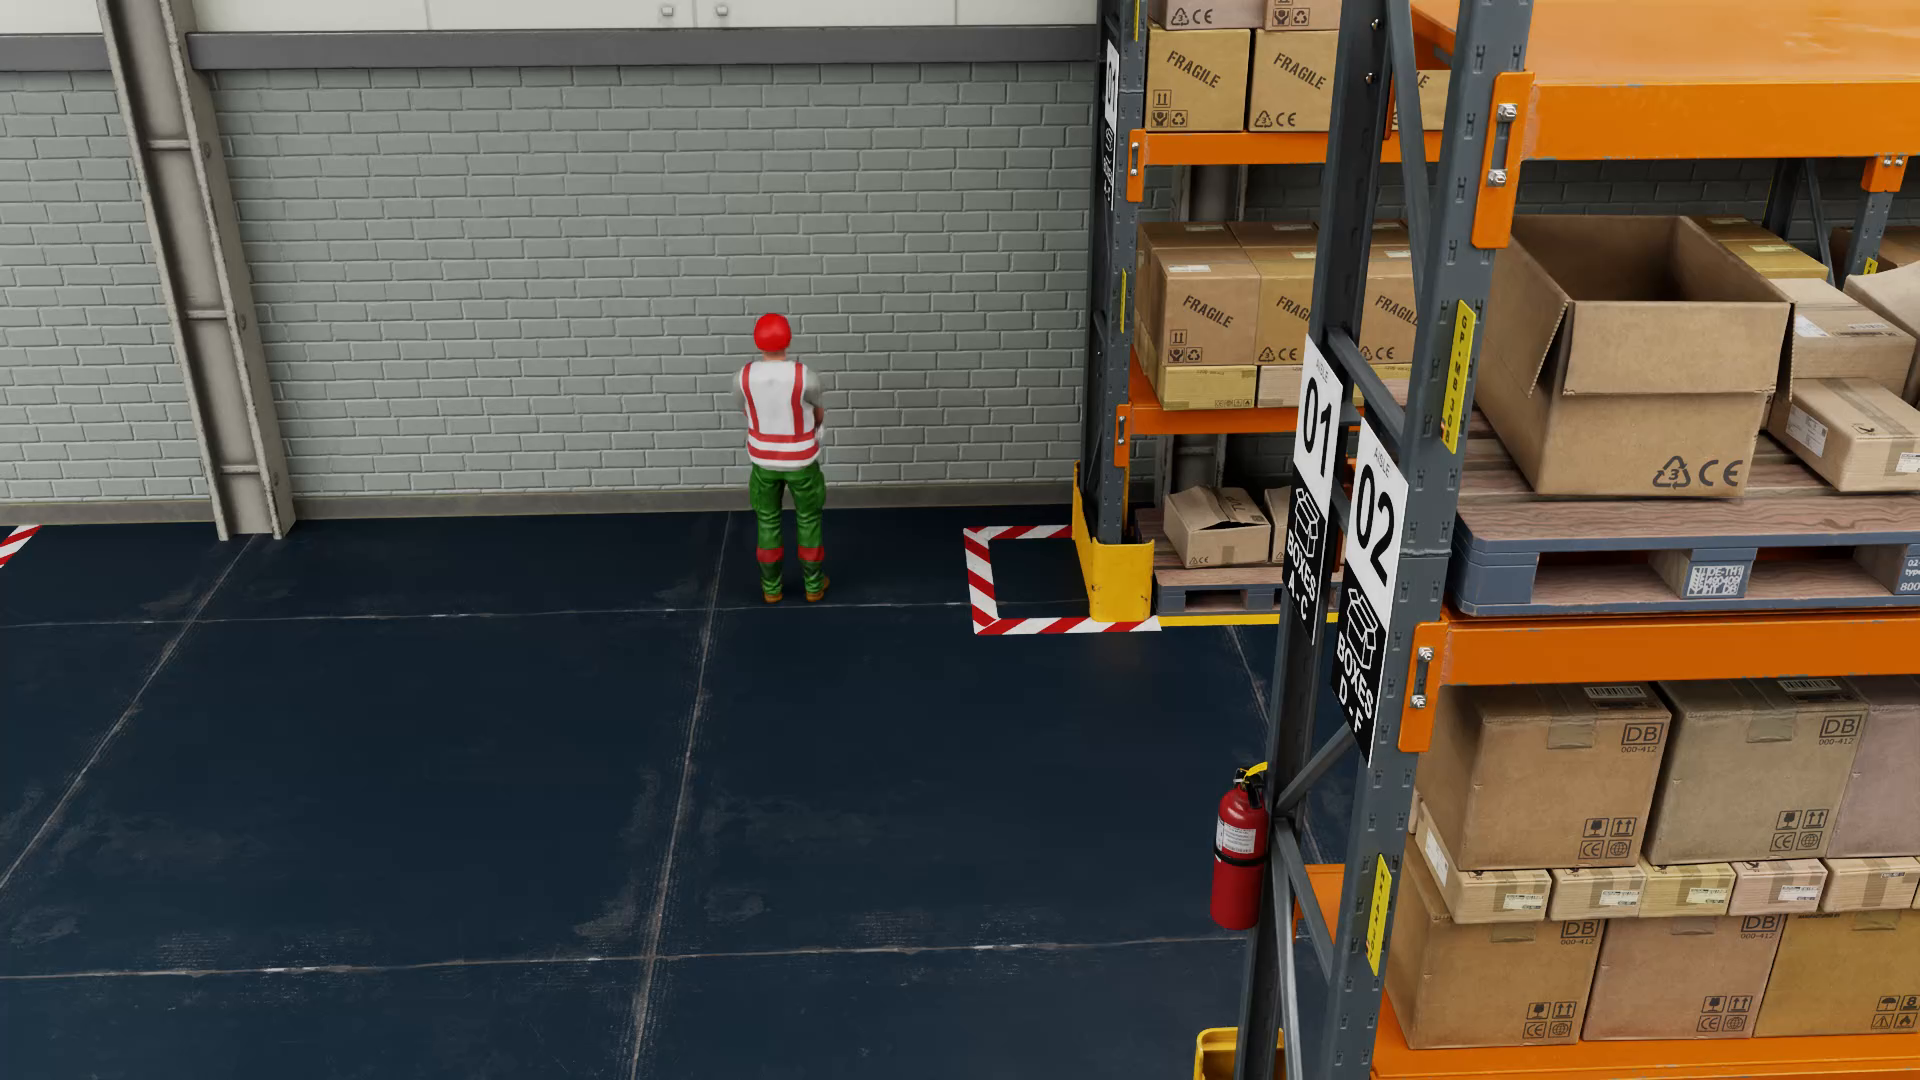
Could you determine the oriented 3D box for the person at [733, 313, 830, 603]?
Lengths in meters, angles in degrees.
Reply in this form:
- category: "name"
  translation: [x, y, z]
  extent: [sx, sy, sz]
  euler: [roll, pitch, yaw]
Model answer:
- category: "person"
  translation: [-1.000, -0.504, 9.567]
  extent: [0.506, 1.792, 0.556]
  euler: [2, 27, 5]
